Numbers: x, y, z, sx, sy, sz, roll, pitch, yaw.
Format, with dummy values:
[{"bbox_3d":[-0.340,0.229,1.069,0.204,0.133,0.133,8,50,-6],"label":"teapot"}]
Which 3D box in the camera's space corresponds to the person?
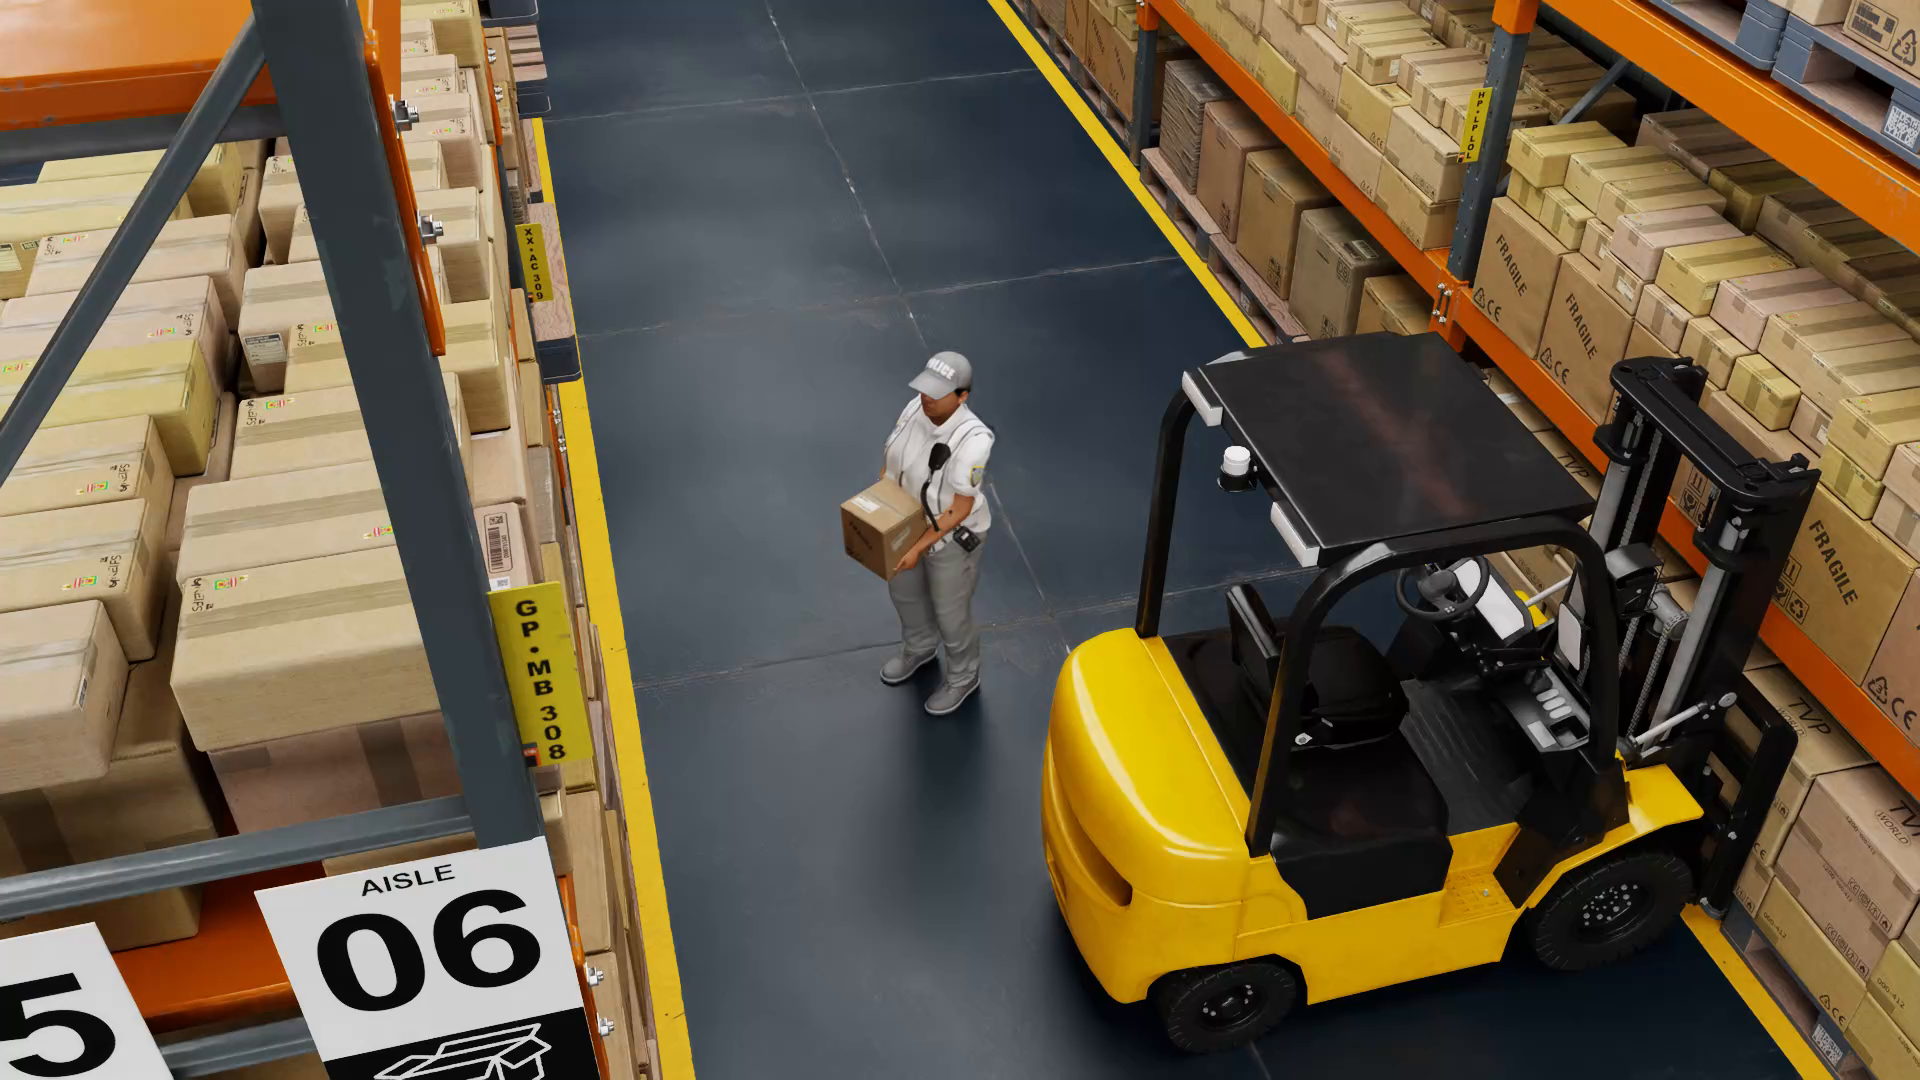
[{"bbox_3d":[-0.147,-0.002,6.716,0.535,1.660,0.456,-30,47,-32],"label":"person"}]
